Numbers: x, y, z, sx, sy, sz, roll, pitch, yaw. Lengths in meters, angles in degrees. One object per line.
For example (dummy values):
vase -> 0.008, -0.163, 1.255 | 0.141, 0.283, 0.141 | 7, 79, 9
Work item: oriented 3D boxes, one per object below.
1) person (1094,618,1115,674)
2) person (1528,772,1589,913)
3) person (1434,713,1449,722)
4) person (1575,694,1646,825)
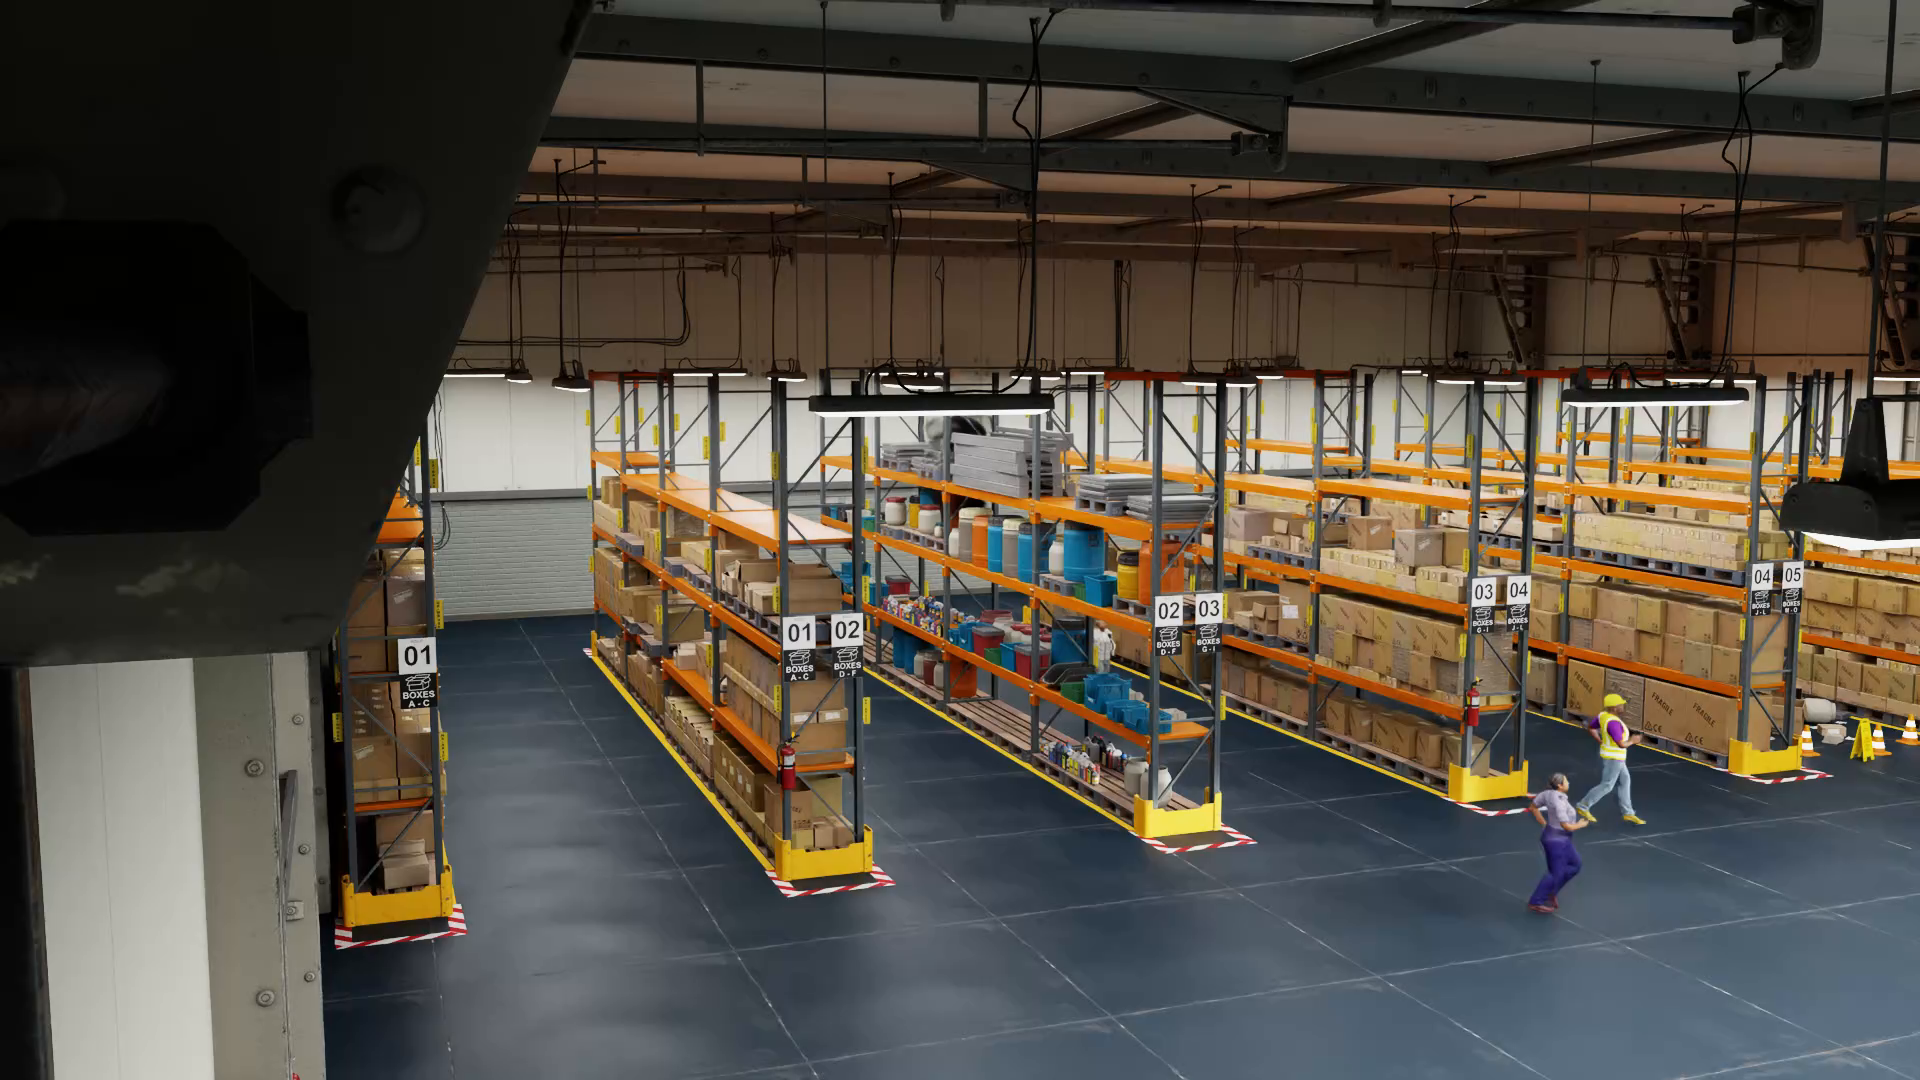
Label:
person -> 2.515, 2.164, 29.889 | 0.620, 1.701, 0.774 | -3, 7, -26
person -> 6.777, 3.422, 18.822 | 0.643, 1.629, 0.579 | 1, 6, 7
person -> 8.452, 2.274, 28.481 | 0.653, 1.736, 0.662 | -4, 8, -33
person -> 8.759, 2.941, 22.310 | 0.939, 1.779, 0.690 | 1, 7, 12
